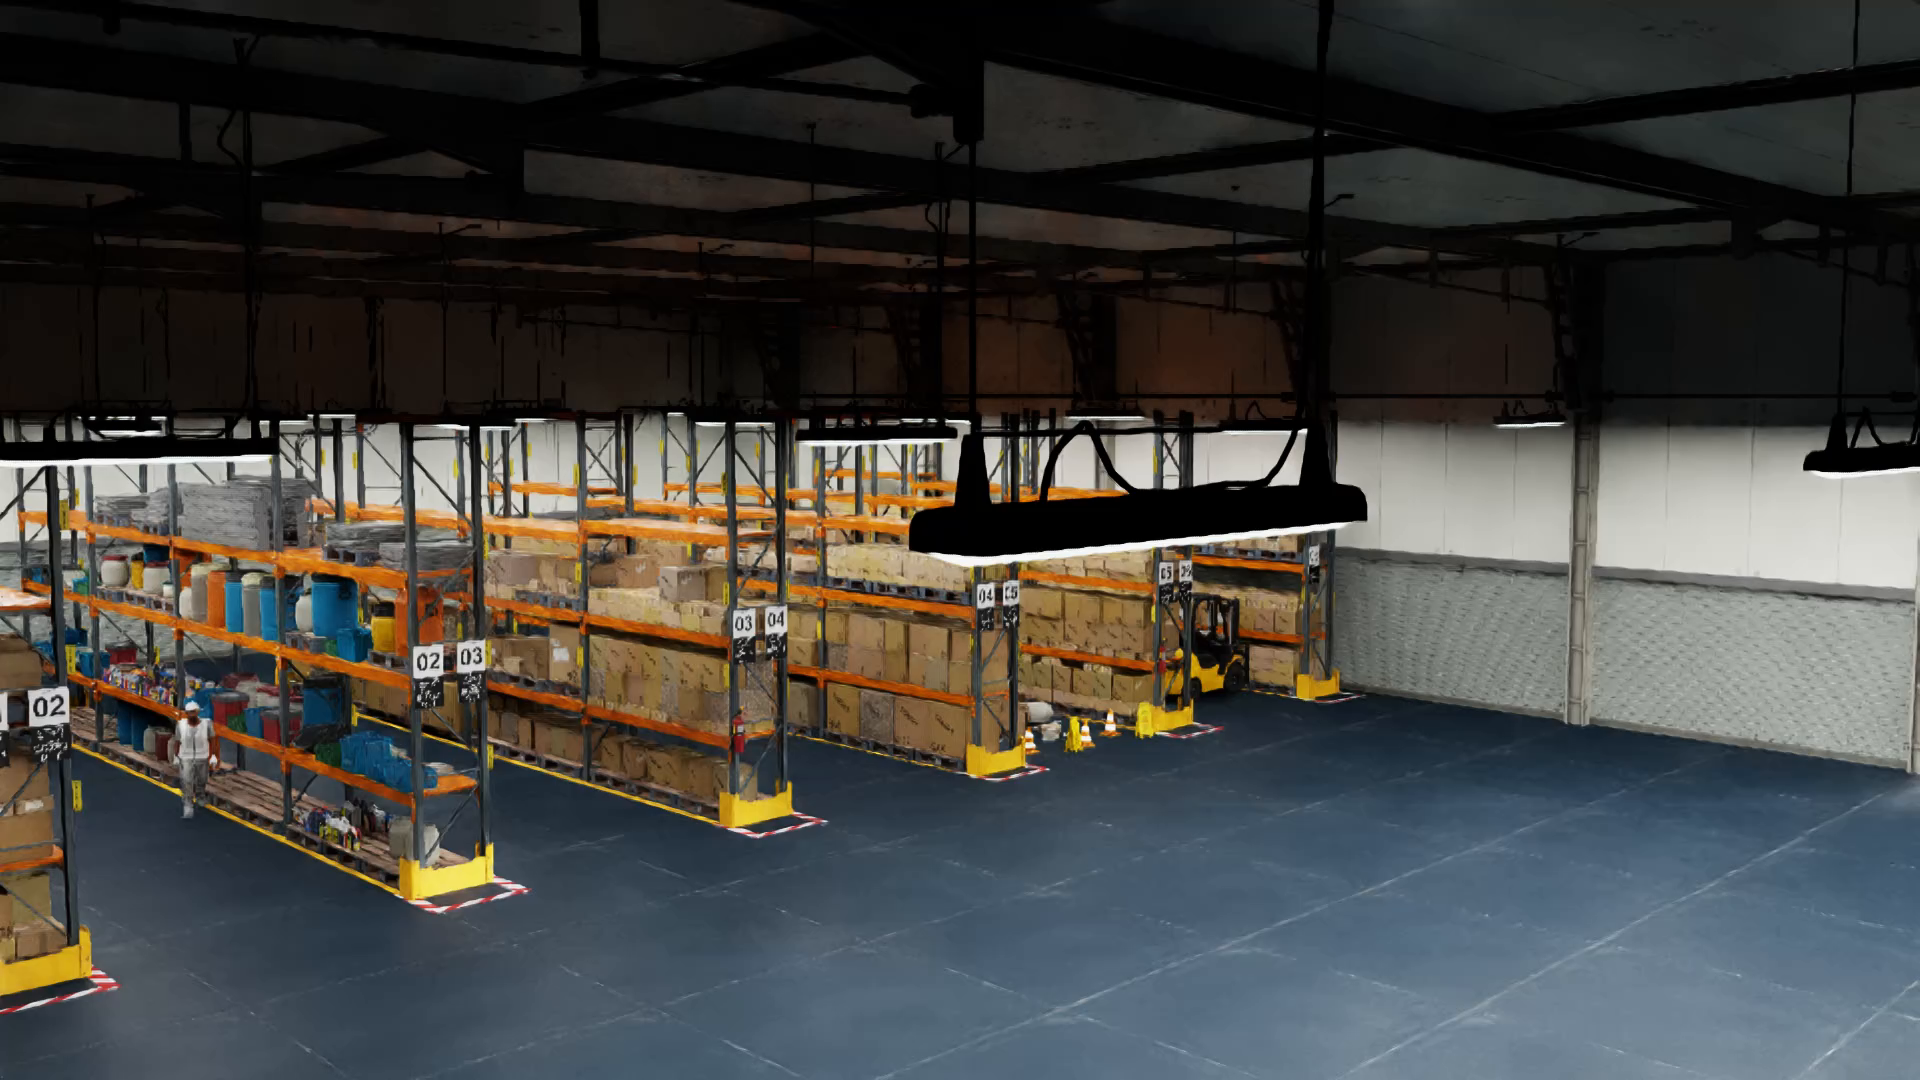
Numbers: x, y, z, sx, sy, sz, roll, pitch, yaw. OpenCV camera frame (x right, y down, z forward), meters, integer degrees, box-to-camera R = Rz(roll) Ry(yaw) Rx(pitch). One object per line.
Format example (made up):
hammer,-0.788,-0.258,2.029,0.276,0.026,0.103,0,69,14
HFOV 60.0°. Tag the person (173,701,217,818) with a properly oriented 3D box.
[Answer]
person,-11.562,3.282,25.141,0.591,1.745,0.951,-3,6,-29
